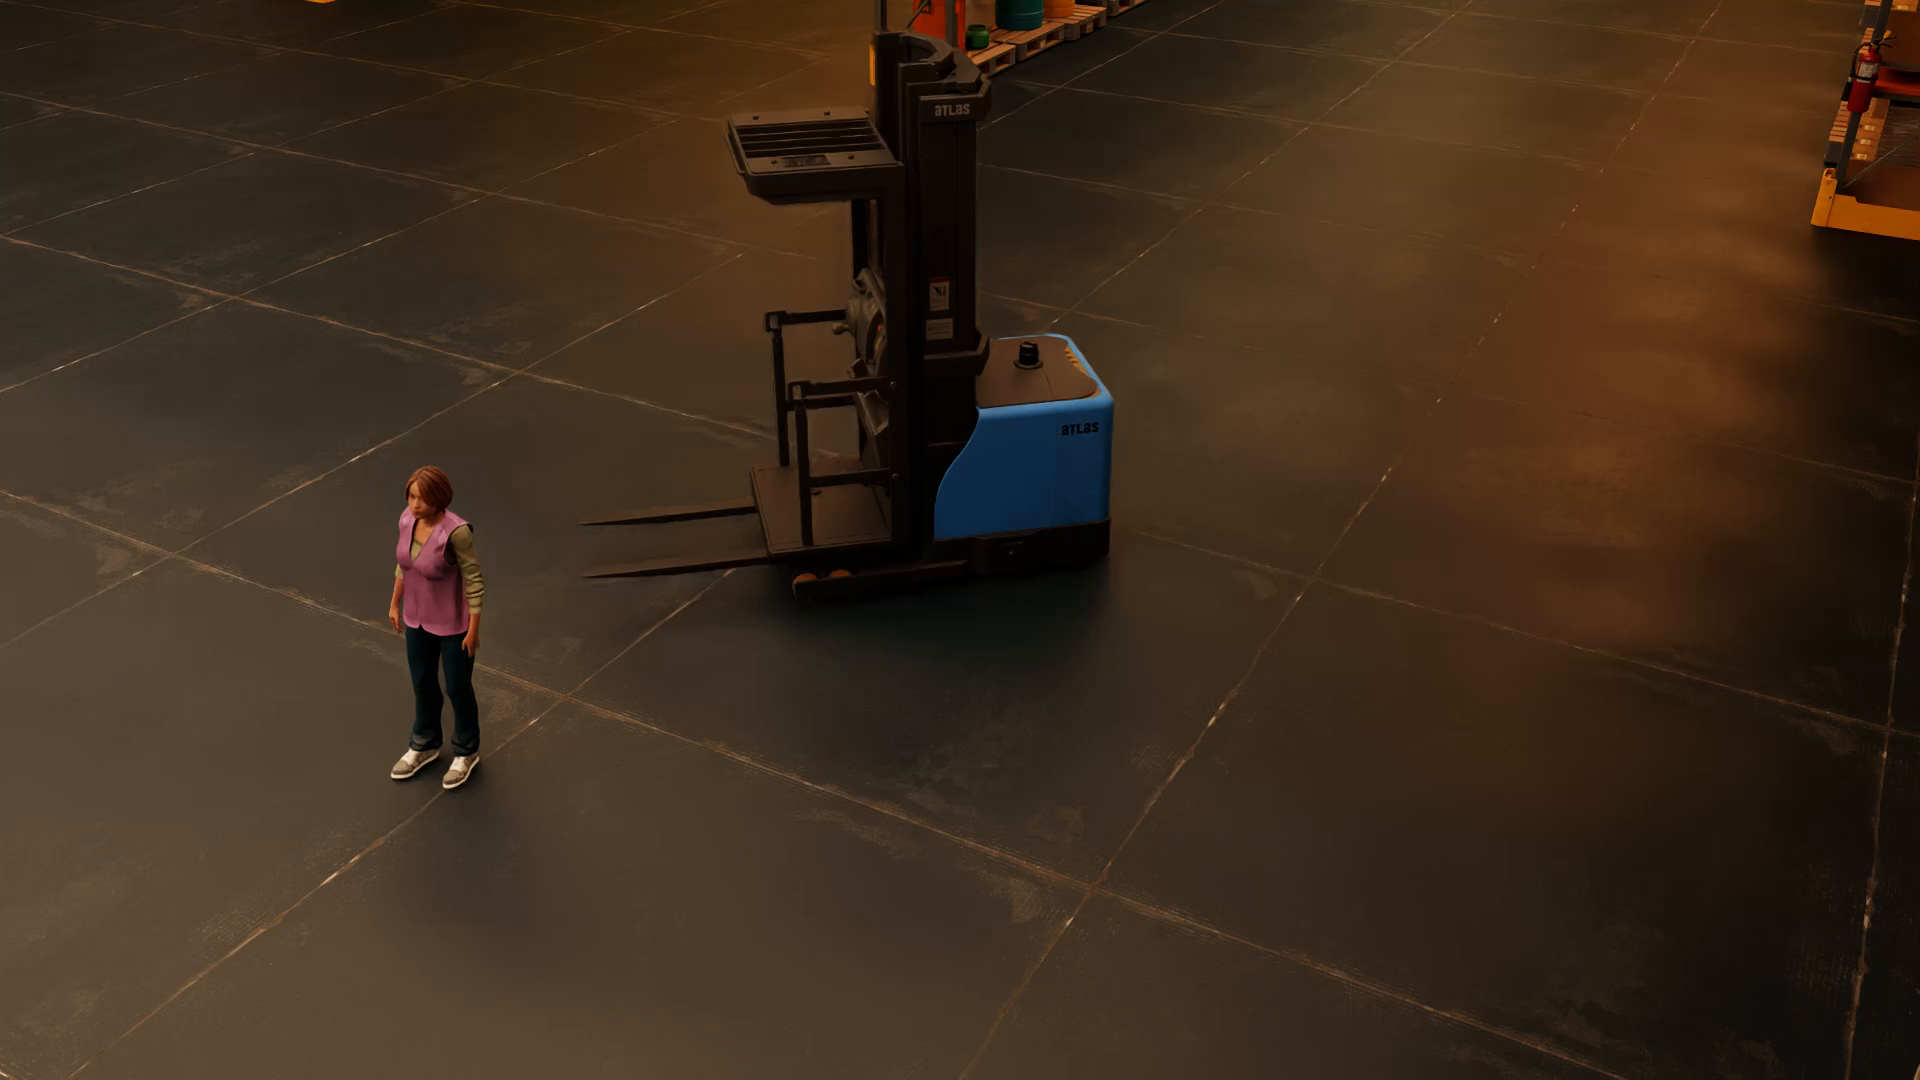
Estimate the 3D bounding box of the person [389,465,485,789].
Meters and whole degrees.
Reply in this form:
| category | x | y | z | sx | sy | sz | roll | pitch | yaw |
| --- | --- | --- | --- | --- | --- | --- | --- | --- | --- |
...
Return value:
| category | x | y | z | sx | sy | sz | roll | pitch | yaw |
| --- | --- | --- | --- | --- | --- | --- | --- | --- | --- |
| person | -2.442 | 0.416 | 7.684 | 0.499 | 1.608 | 0.444 | 14 | 33 | 23 |

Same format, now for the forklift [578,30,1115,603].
| category | x | y | z | sx | sy | sz | roll | pitch | yaw |
| --- | --- | --- | --- | --- | --- | --- | --- | --- | --- |
| forklift | -0.695 | -1.202 | 9.153 | 3.031 | 2.935 | 1.130 | -6 | 31 | -11 |
